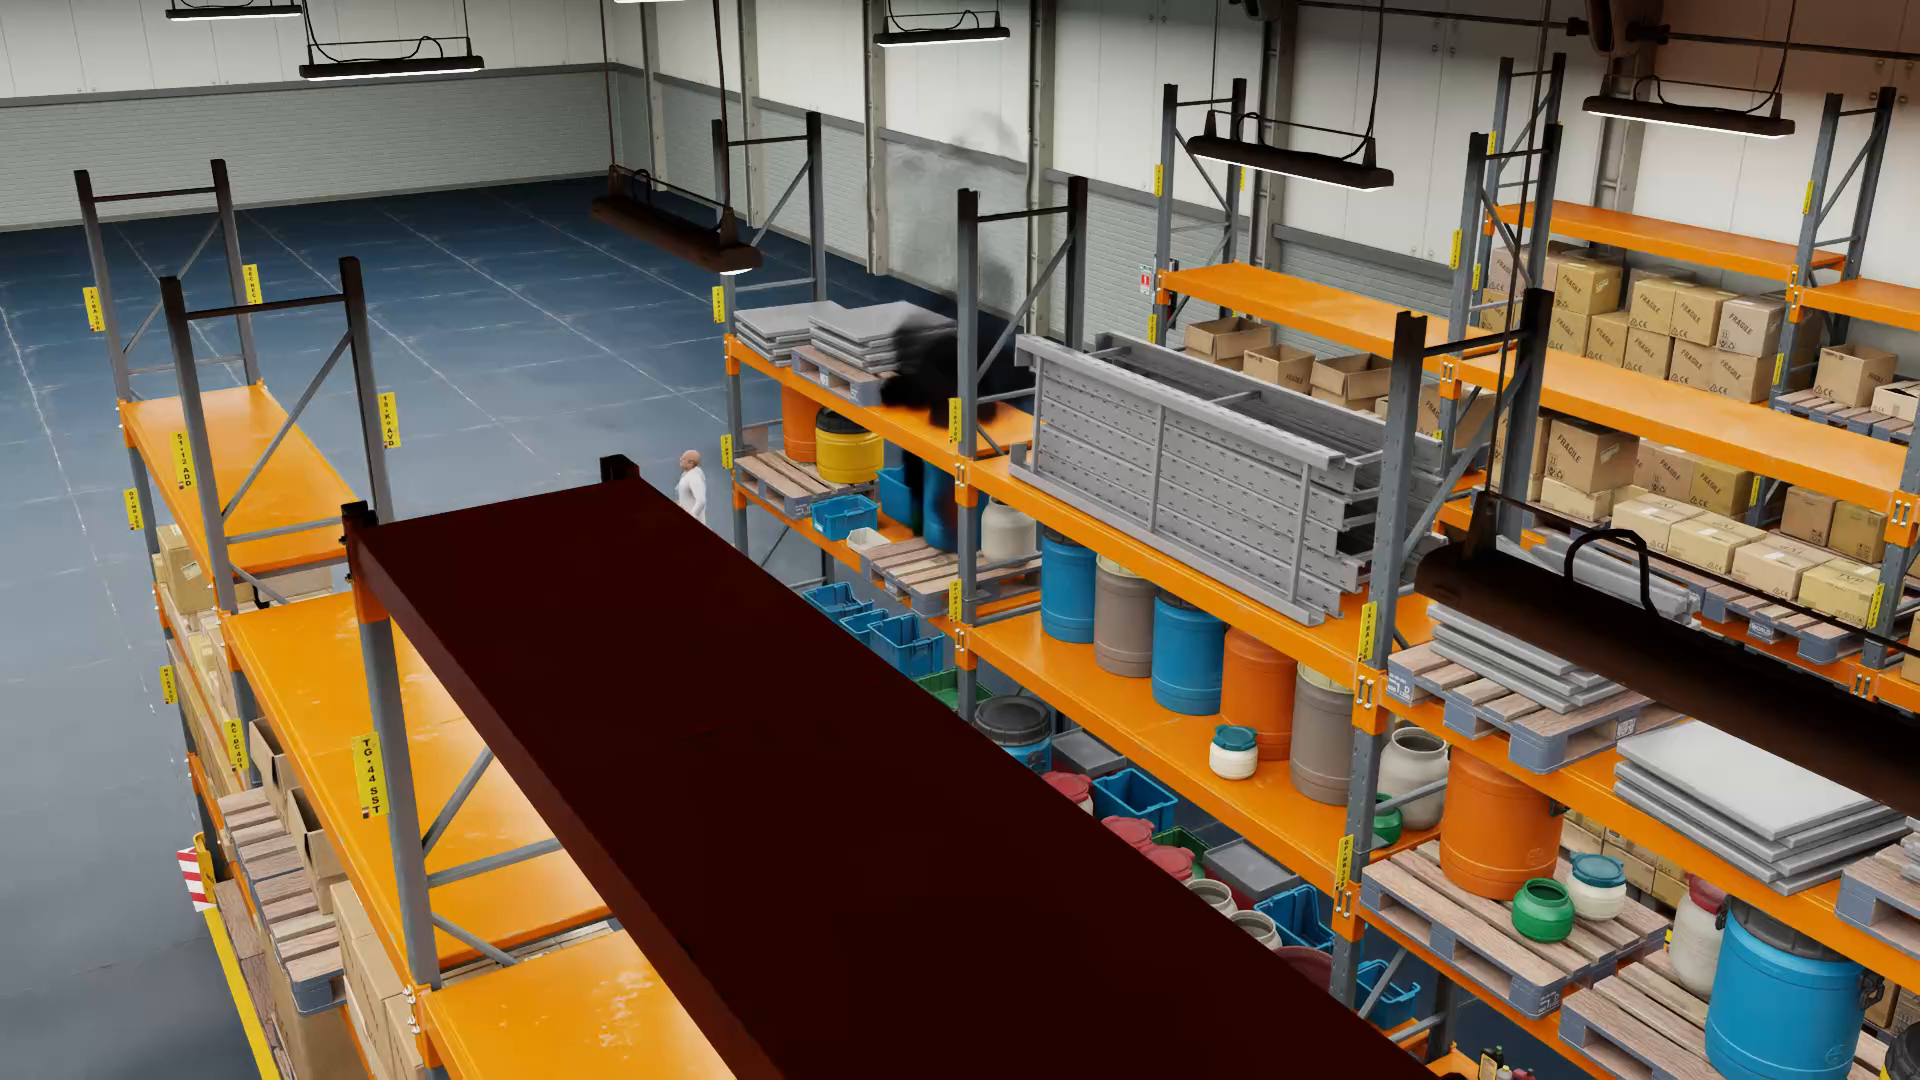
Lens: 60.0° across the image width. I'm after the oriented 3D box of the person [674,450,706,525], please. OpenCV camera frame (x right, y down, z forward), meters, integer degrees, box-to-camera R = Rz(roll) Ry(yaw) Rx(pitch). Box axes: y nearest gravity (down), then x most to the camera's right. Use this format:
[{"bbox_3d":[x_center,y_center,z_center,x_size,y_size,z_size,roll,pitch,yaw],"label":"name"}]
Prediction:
[{"bbox_3d":[-3.119,-0.208,19.729,0.710,1.654,0.741,-4,22,-10],"label":"person"}]
